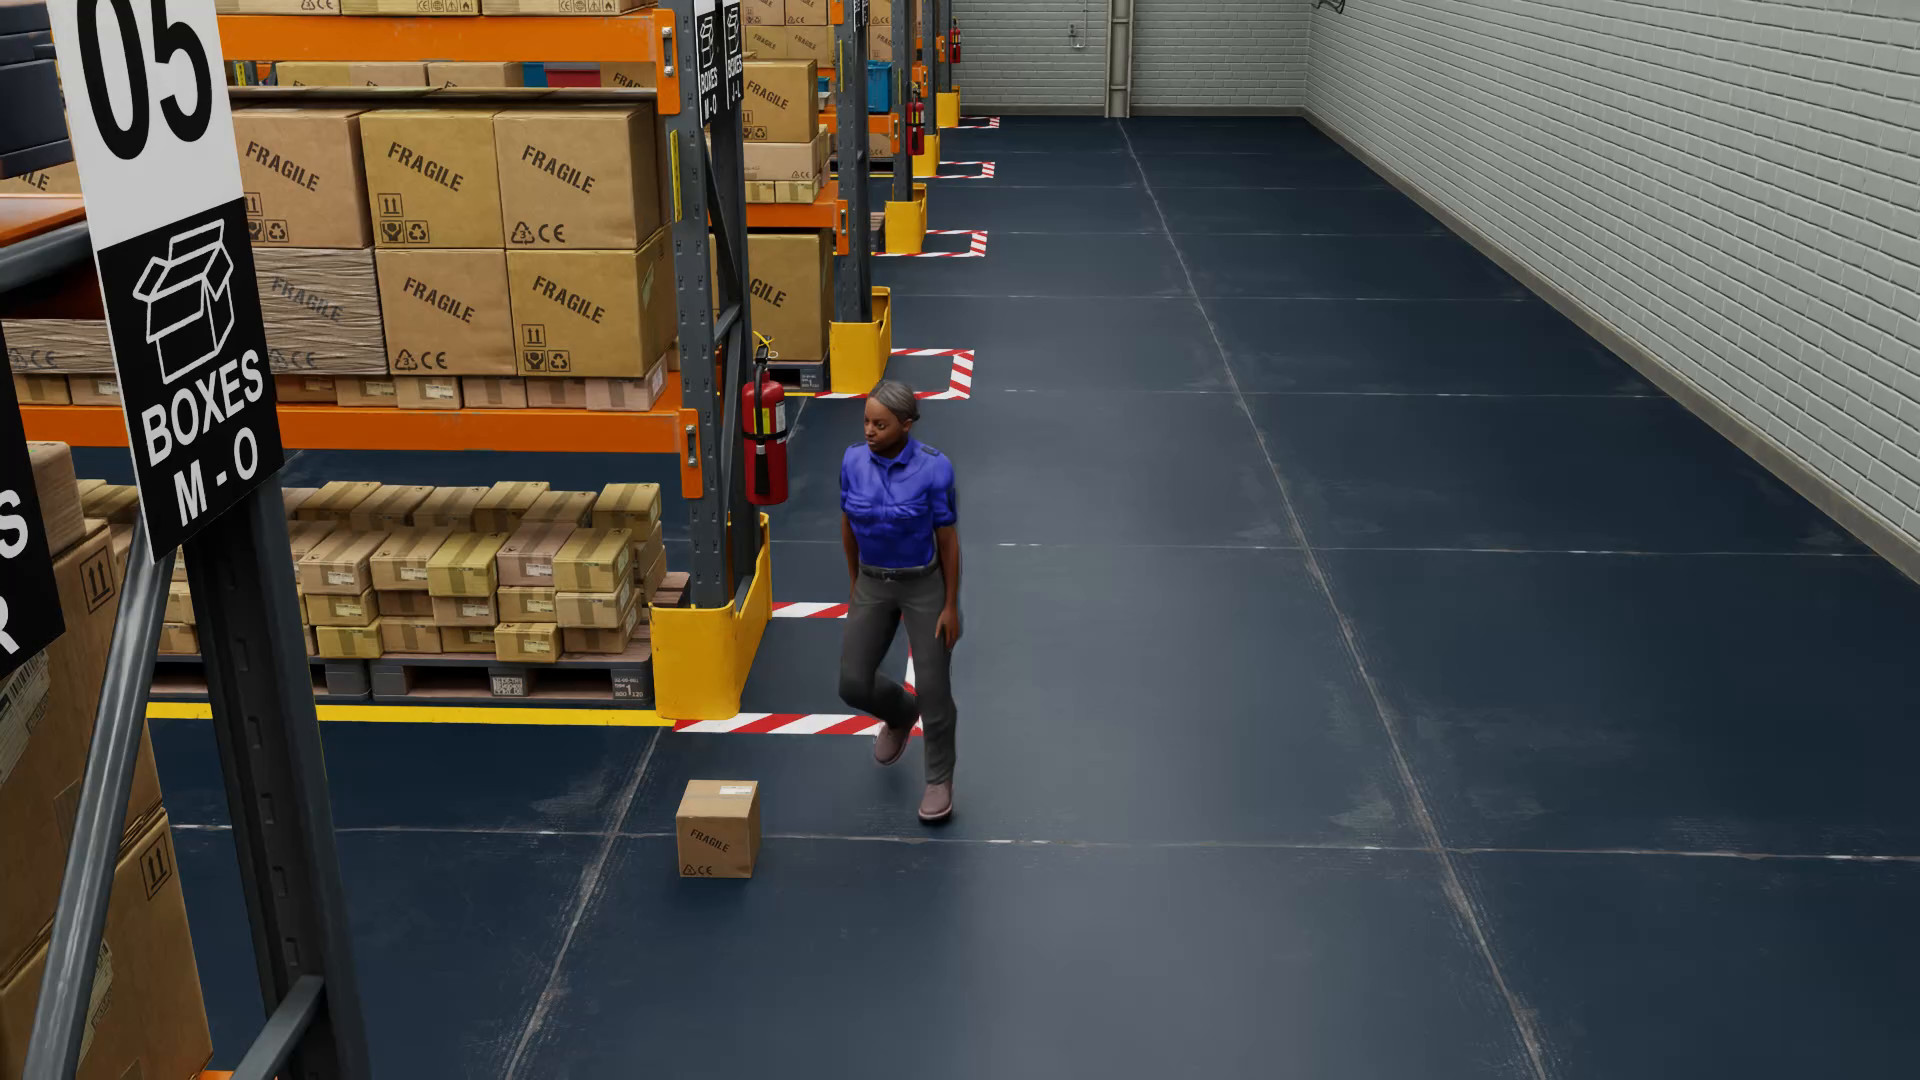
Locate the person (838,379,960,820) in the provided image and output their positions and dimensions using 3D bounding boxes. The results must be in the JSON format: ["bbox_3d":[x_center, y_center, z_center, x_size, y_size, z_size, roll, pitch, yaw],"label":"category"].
[{"bbox_3d":[-0.201,0.175,6.092,0.476,1.642,0.519,5,22,14],"label":"person"}]
